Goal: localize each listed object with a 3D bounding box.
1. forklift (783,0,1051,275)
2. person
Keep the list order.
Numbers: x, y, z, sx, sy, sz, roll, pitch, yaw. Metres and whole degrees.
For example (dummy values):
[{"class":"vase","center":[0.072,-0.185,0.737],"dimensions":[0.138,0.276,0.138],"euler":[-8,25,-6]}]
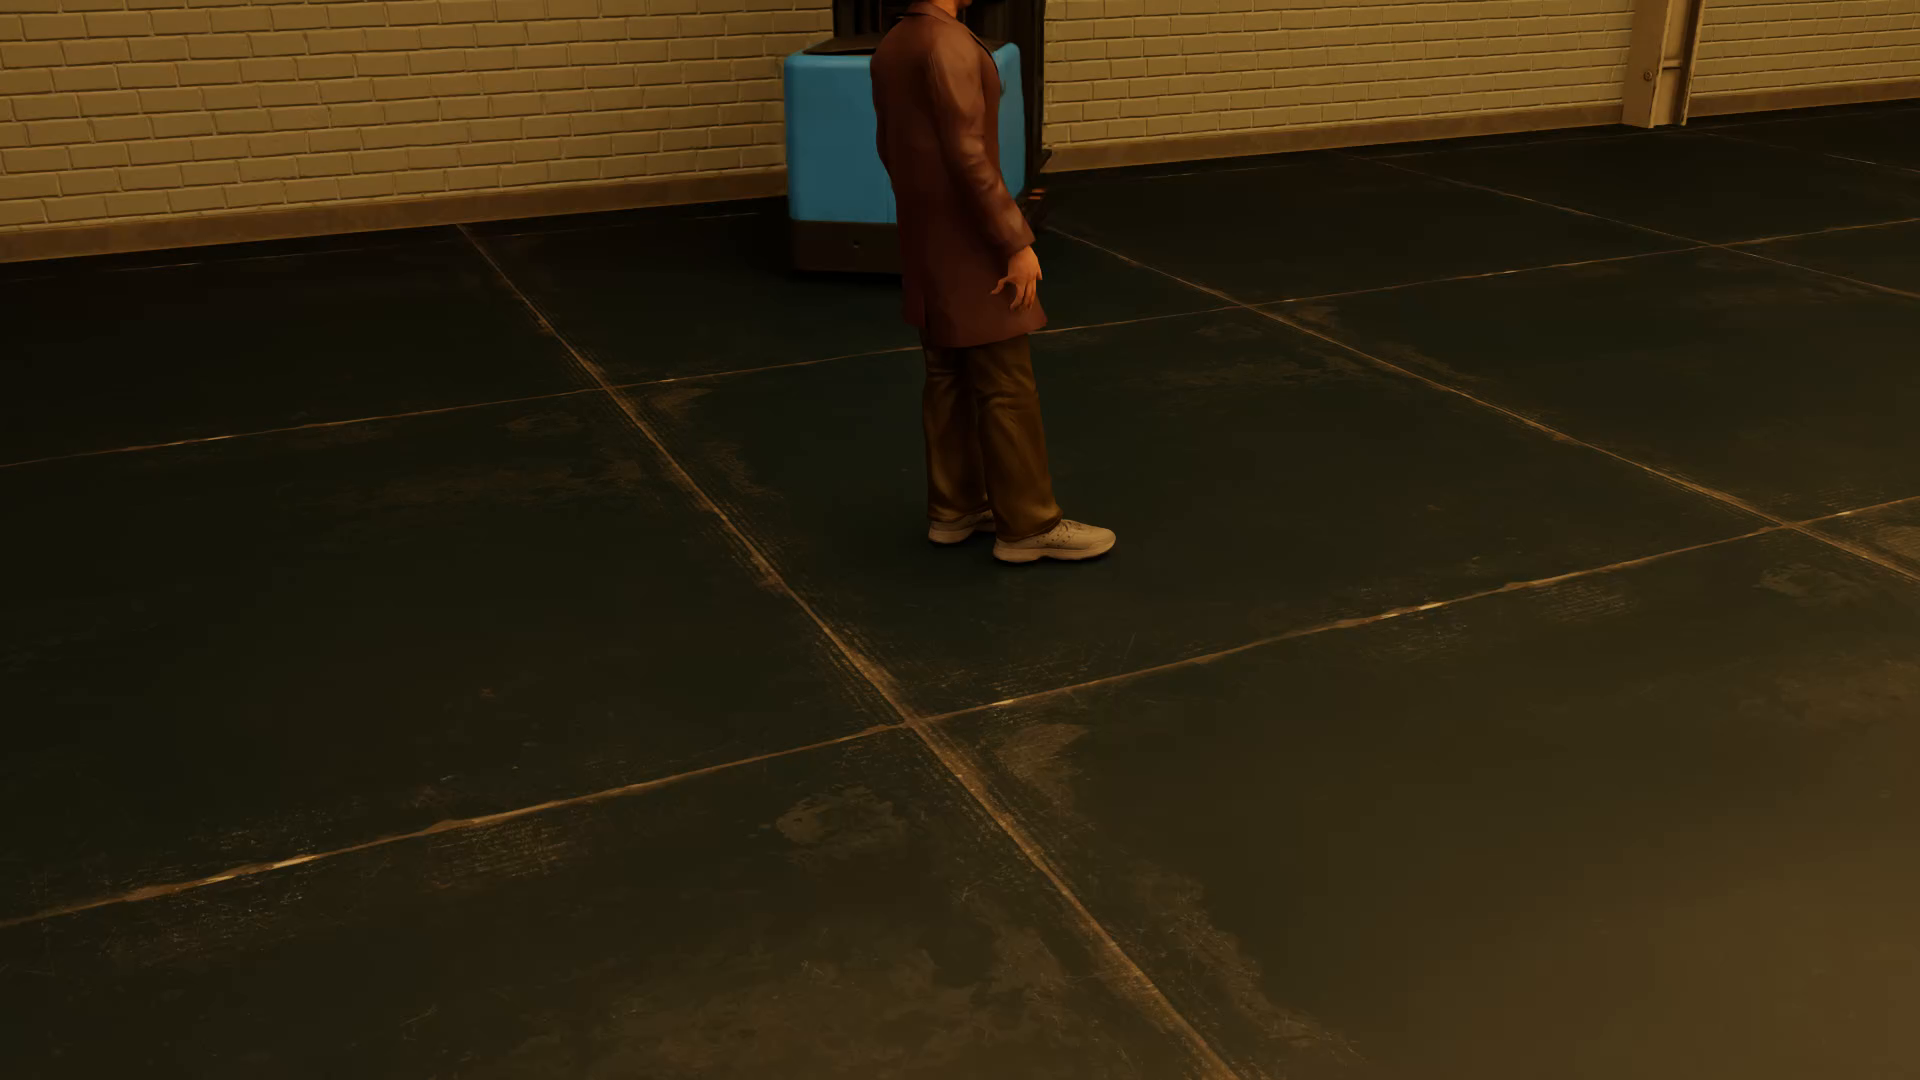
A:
[{"class":"forklift","center":[-0.086,-3.141,8.847],"dimensions":[1.130,2.935,3.031],"euler":[4,23,9]},{"class":"person","center":[0.084,-0.840,4.794],"dimensions":[0.582,1.775,0.696],"euler":[-10,25,-23]}]
